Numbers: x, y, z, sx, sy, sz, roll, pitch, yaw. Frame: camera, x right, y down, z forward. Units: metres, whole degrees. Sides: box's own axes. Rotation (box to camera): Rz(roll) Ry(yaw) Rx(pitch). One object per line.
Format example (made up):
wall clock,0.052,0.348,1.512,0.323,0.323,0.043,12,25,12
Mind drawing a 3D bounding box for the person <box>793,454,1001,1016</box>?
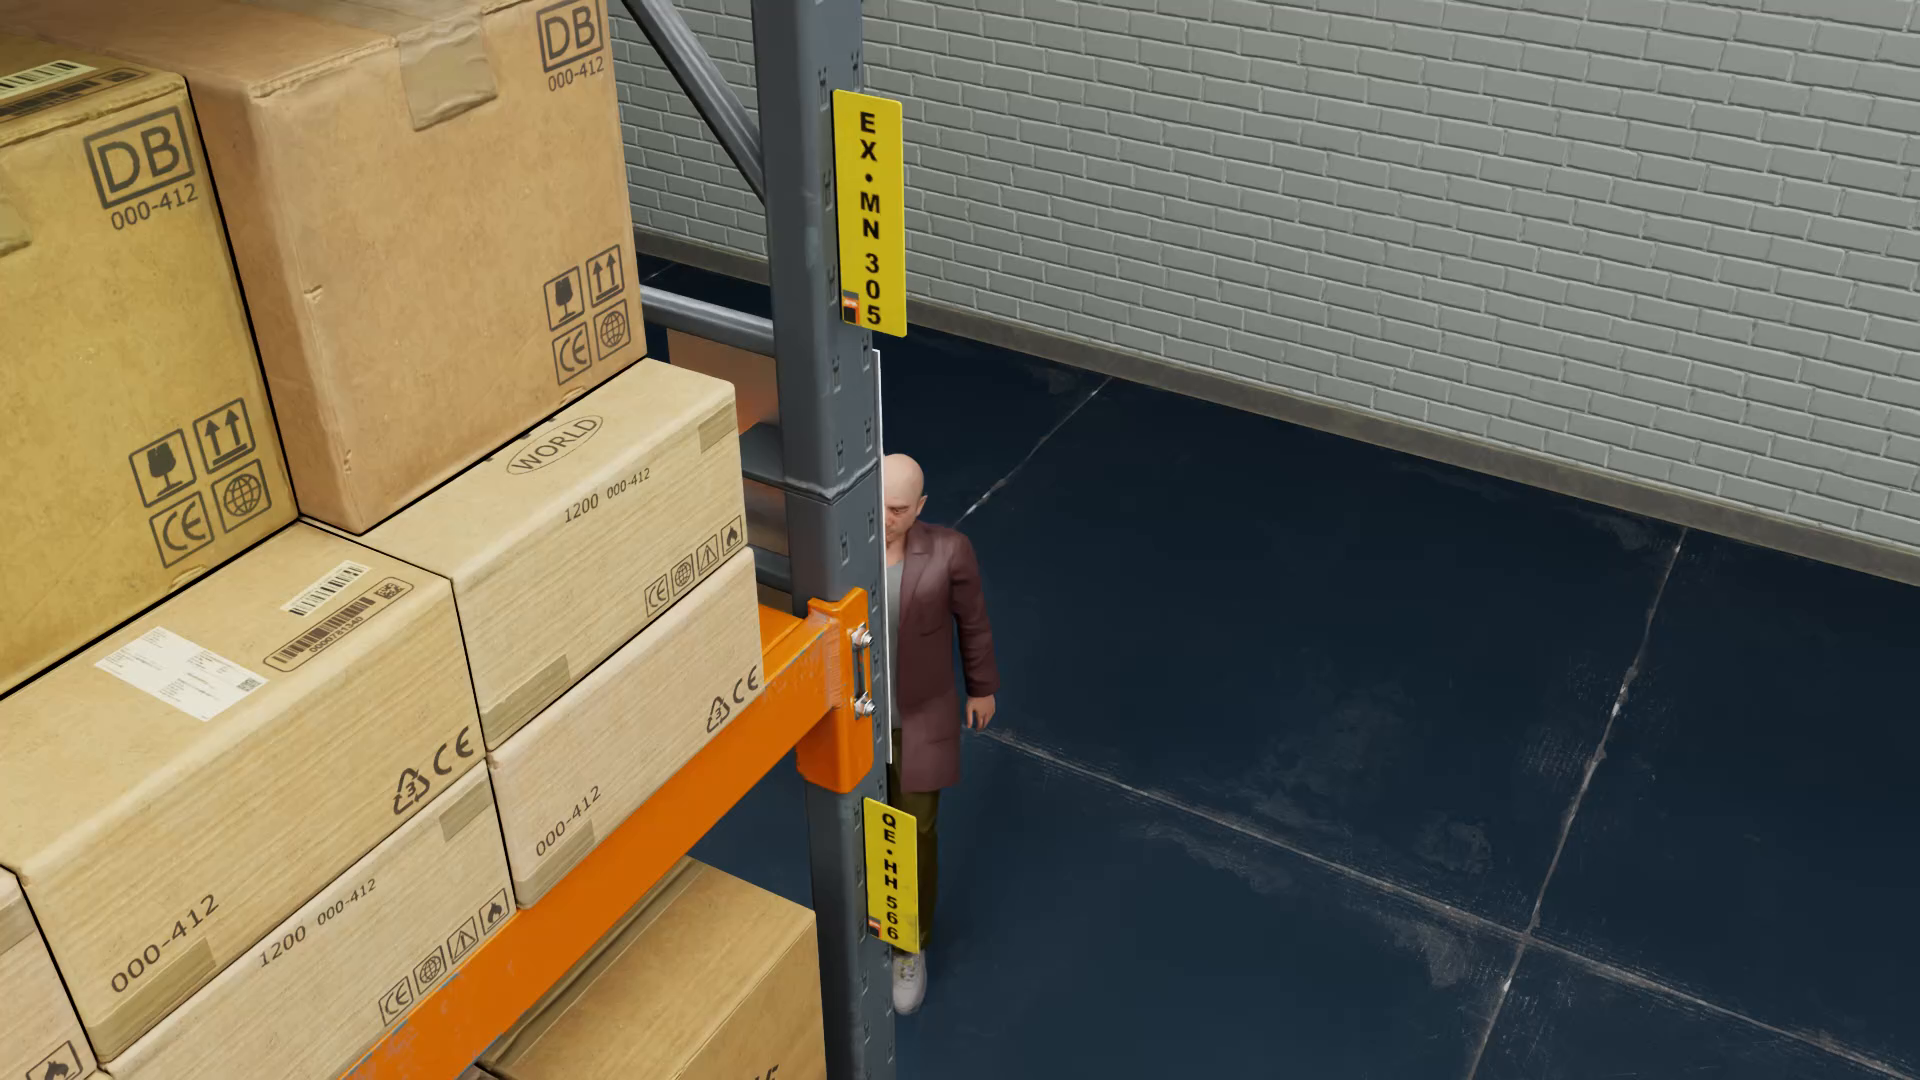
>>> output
person,-0.250,0.596,5.265,0.652,1.796,0.743,8,35,12
